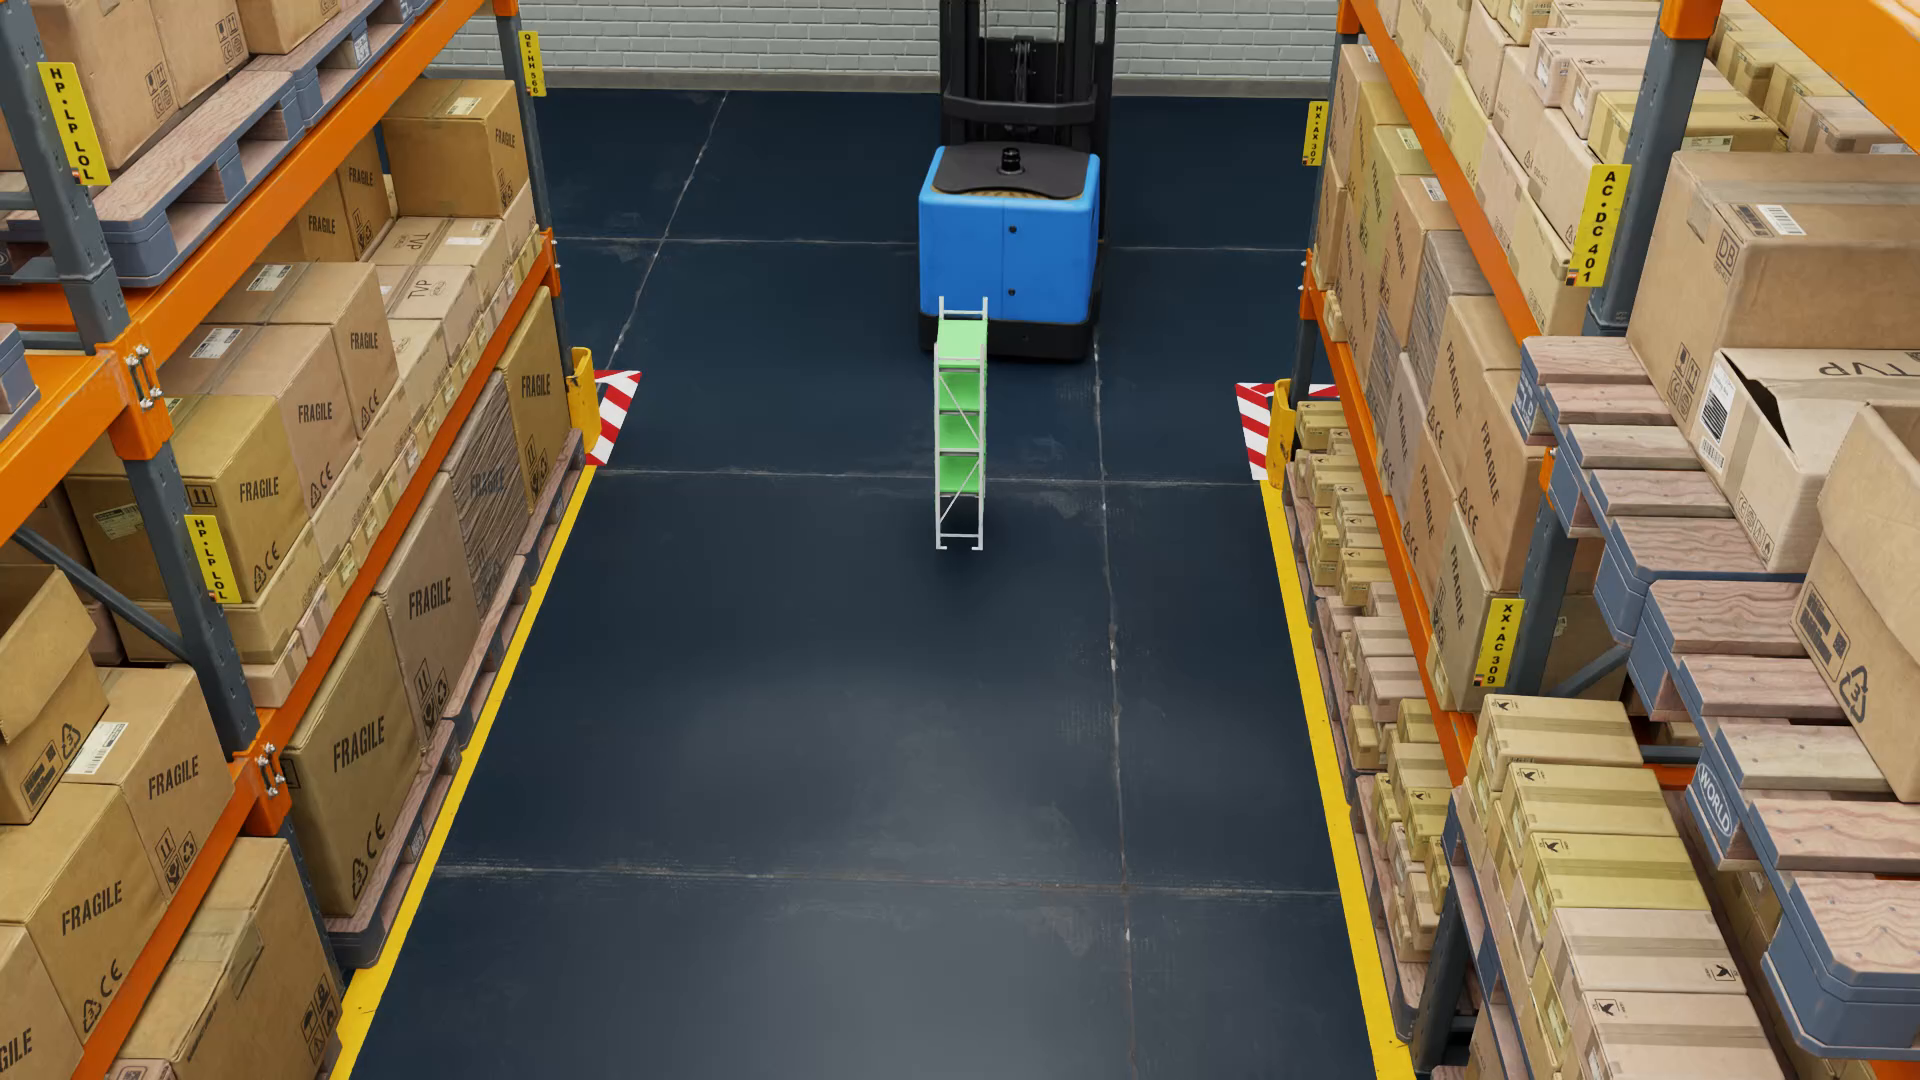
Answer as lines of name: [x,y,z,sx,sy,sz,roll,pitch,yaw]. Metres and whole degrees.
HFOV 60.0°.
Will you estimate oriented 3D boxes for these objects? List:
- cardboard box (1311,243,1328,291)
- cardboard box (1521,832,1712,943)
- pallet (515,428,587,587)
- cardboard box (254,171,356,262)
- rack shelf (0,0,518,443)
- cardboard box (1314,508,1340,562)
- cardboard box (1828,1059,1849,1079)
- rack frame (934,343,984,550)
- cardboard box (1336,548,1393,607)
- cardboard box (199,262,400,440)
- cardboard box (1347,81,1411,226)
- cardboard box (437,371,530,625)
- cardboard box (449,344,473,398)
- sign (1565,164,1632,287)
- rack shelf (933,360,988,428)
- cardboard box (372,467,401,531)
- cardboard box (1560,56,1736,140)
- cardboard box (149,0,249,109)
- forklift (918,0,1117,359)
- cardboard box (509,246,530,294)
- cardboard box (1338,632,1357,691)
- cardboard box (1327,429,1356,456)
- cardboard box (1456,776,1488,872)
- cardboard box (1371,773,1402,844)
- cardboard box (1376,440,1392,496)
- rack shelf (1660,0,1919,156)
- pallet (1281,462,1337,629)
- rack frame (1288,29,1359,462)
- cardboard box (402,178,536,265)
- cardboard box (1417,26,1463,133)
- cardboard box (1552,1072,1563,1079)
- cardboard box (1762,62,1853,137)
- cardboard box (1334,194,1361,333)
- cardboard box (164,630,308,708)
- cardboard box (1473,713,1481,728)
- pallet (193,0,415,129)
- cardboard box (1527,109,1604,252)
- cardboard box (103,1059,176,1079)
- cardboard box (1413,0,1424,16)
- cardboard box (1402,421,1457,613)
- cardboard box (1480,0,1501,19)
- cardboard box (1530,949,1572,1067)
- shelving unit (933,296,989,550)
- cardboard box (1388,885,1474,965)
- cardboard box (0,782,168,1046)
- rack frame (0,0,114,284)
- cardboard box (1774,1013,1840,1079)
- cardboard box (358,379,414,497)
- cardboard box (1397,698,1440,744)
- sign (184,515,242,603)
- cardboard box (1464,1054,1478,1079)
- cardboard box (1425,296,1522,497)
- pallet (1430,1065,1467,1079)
cardboard box: [1.953,-1.349,8.225,0.380,0.149,0.250,1,35,2]
cardboard box: [1.639,0.878,4.173,0.380,0.149,0.250,2,35,2]
pallet: [-2.613,-0.201,8.799,1.003,0.211,1.213,1,35,2]
cardboard box: [-2.983,-1.316,7.179,0.500,0.500,0.500,0,35,1]
rack shelf: [-2.739,-1.587,6.362,1.077,0.370,4.000,1,35,2]
cardboard box: [1.908,-0.019,7.970,0.380,0.149,0.250,2,35,3]
cardboard box: [2.285,1.161,4.030,0.380,0.149,0.250,0,35,0]
rack frame: [-0.003,-0.446,8.287,0.240,1.200,0.015,1,35,2]
cardboard box: [1.900,0.170,7.442,0.380,0.149,0.250,2,35,3]
cardboard box: [-2.501,-0.723,6.336,0.500,0.500,0.500,0,35,0]
cardboard box: [1.996,-1.661,7.235,0.500,0.500,0.500,2,35,3]
cardboard box: [-2.641,-0.213,7.873,0.875,0.875,0.875,1,35,2]
cardboard box: [-2.393,-0.752,7.376,0.380,0.149,0.250,1,35,2]
sign: [1.590,-0.779,4.138,0.100,0.325,0.005,1,35,2]
rack shelf: [0.007,-0.730,8.385,0.258,0.148,0.480,1,35,2]
cardboard box: [-2.436,-0.165,6.540,0.380,0.149,0.250,1,35,1]
cardboard box: [1.873,-1.204,4.541,0.380,0.149,0.250,2,35,3]
cardboard box: [-2.822,-1.746,5.423,0.700,0.500,0.500,3,35,4]
forklift: [0.449,-3.135,10.608,1.130,2.935,3.031,4,35,6]
cardboard box: [-2.353,-1.339,8.211,0.380,0.149,0.250,2,35,2]
cardboard box: [1.904,0.547,7.423,0.380,0.149,0.250,1,35,2]
cardboard box: [2.042,-0.425,8.289,0.380,0.149,0.250,2,35,3]
cardboard box: [1.657,0.814,4.782,0.380,0.149,0.250,0,35,0]
cardboard box: [1.819,1.042,6.460,0.380,0.149,0.250,0,35,0]
cardboard box: [1.901,-0.299,6.731,0.380,0.149,0.250,2,35,3]
rack shelf: [2.052,-0.180,2.099,1.077,0.370,4.000,1,35,2]
pallet: [2.222,0.020,8.484,1.003,0.211,1.213,1,35,2]
rack frame: [2.293,-1.631,8.407,1.000,3.000,0.127,1,35,2]
cardboard box: [-2.413,-1.579,8.206,0.500,0.250,0.500,1,35,1]
cardboard box: [1.955,-1.650,5.956,0.500,0.250,0.500,1,35,2]
cardboard box: [1.617,1.408,3.938,0.380,0.149,0.250,0,35,0]
cardboard box: [2.430,-1.183,4.511,0.380,0.149,0.250,0,35,0]
cardboard box: [2.003,-1.234,7.497,0.500,0.500,0.500,1,35,2]
cardboard box: [-2.475,0.435,5.686,0.380,0.149,0.250,1,35,2]
cardboard box: [1.910,0.601,5.451,0.380,0.149,0.250,1,35,1]
pallet: [-2.724,-1.865,6.209,1.003,0.211,1.213,1,35,2]
cardboard box: [1.897,-0.974,4.560,0.500,0.250,0.500,0,35,0]
cardboard box: [-2.860,2.074,4.619,1.225,0.875,0.875,0,35,0]
cardboard box: [1.964,-2.165,6.254,0.500,0.250,0.500,2,35,2]
cardboard box: [1.892,-0.078,5.852,0.500,0.500,0.500,0,35,1]
cardboard box: [1.898,-1.796,5.382,0.380,0.149,0.250,1,35,2]
cardboard box: [1.629,1.139,4.061,0.380,0.149,0.250,0,35,0]
shelving unit: [0.007,-0.586,8.486,0.258,1.200,0.503,1,35,2]
cardboard box: [1.808,1.429,6.168,0.380,0.149,0.250,2,35,2]
cardboard box: [-2.592,1.013,4.559,0.500,0.500,0.500,2,35,3]
rack frame: [-2.819,-1.960,3.658,1.000,3.000,0.127,1,35,2]
cardboard box: [2.282,1.268,4.137,0.380,0.149,0.250,0,35,-1]
cardboard box: [-2.499,-0.413,6.546,0.500,0.250,0.500,2,35,3]
cardboard box: [1.949,0.770,6.588,0.380,0.149,0.250,2,35,3]
sign: [-2.277,0.060,5.063,0.100,0.325,0.005,1,35,2]
cardboard box: [1.838,1.937,5.140,0.500,0.500,0.500,3,35,4]
cardboard box: [1.897,-0.478,5.551,0.500,0.500,0.500,0,35,0]
pallet: [2.103,2.256,5.303,1.003,0.211,1.213,1,35,2]
